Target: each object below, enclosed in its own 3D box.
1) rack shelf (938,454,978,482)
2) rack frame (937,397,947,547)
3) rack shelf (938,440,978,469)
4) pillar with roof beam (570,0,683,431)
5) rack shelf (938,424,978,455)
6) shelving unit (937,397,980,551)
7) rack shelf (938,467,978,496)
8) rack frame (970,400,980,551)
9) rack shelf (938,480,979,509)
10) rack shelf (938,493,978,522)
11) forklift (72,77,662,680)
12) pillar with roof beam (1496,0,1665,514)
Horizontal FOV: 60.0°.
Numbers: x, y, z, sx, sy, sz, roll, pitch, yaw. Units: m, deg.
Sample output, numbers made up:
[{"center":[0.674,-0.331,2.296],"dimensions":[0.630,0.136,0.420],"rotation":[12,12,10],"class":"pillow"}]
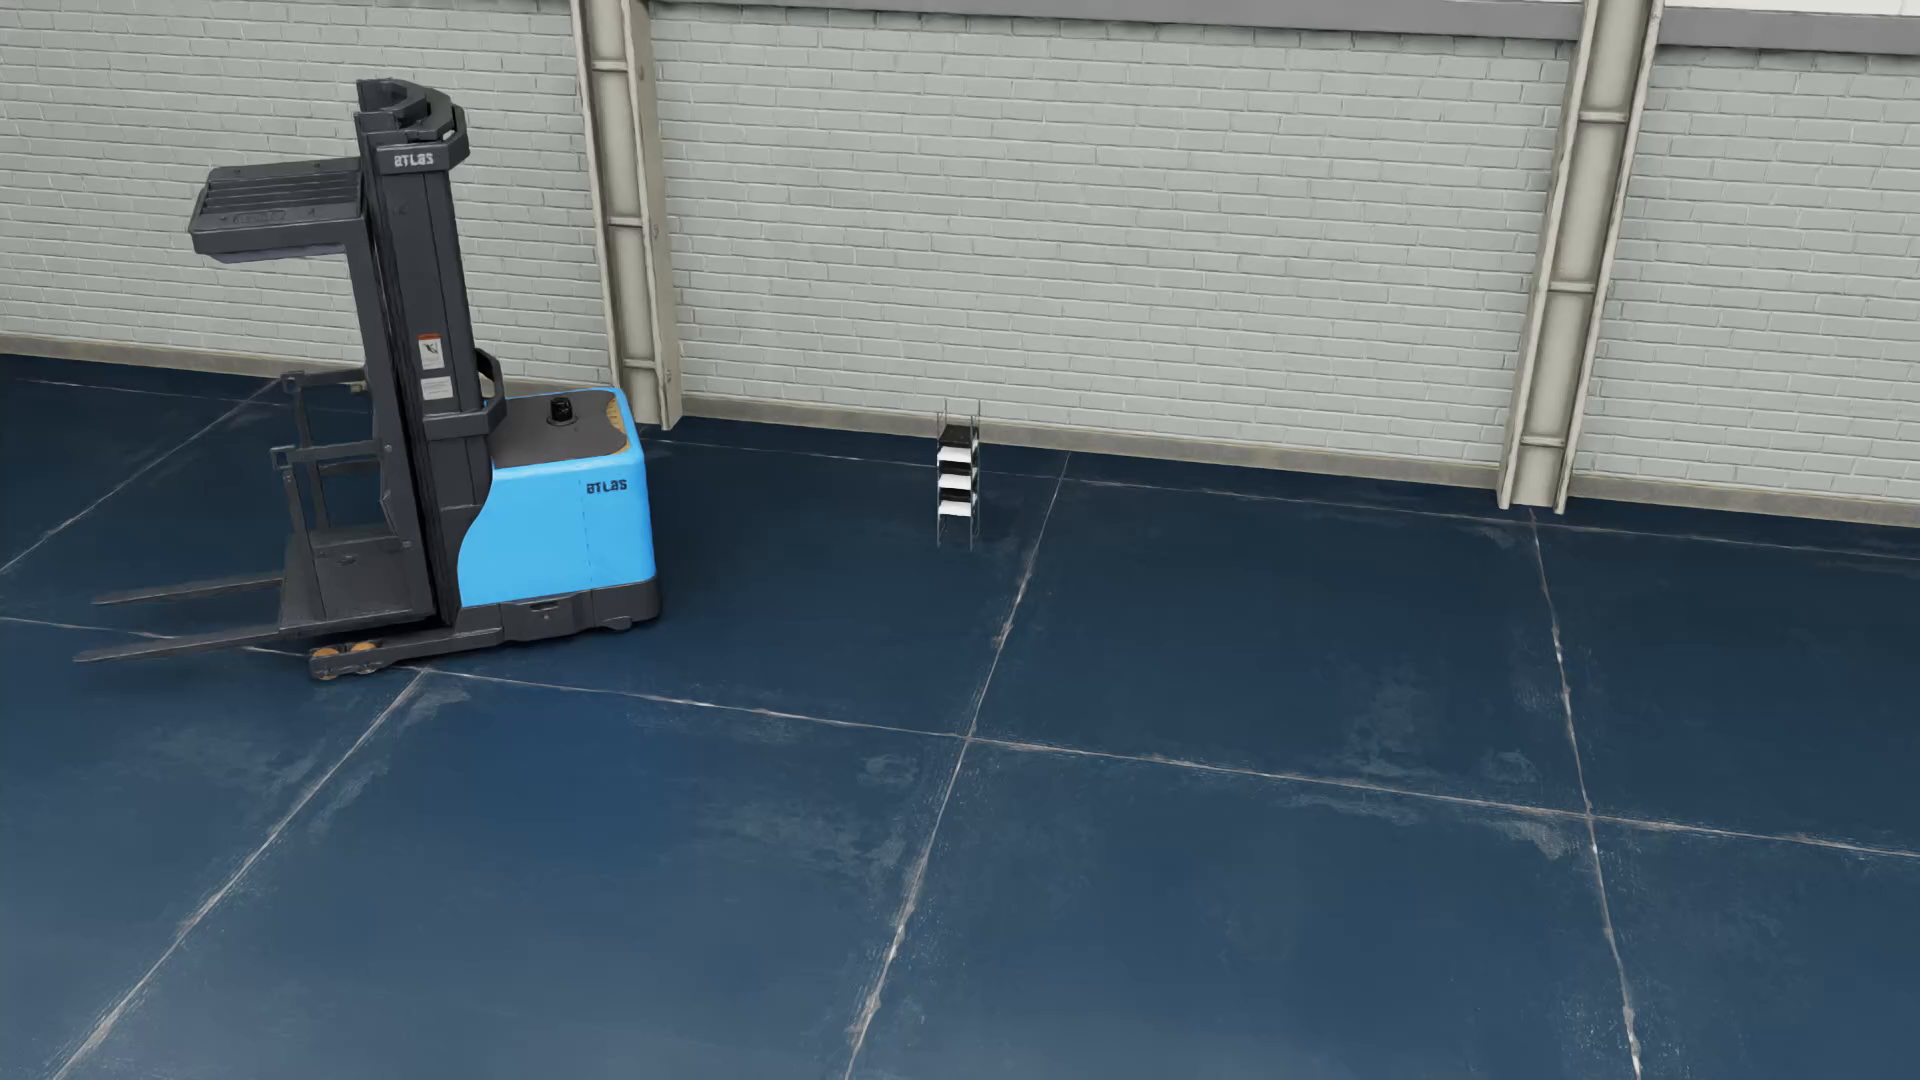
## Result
[{"center":[-0.008,-0.445,10.008],"dimensions":[0.200,0.077,0.258],"rotation":[6,29,11],"class":"rack shelf"},{"center":[-0.107,-0.406,10.054],"dimensions":[0.006,0.900,0.240],"rotation":[6,29,11],"class":"rack frame"},{"center":[-0.008,-0.524,9.965],"dimensions":[0.200,0.077,0.258],"rotation":[6,29,11],"class":"rack shelf"},{"center":[-3.098,-2.781,5.959],"dimensions":[0.400,9.000,9.100],"rotation":[6,29,11],"class":"pillar with roof beam"},{"center":[-0.008,-0.603,9.922],"dimensions":[0.200,0.077,0.258],"rotation":[6,29,11],"class":"rack shelf"},{"center":[-0.008,-0.396,10.035],"dimensions":[0.210,0.900,0.258],"rotation":[6,29,11],"class":"shelving unit"},{"center":[-0.008,-0.366,10.051],"dimensions":[0.200,0.077,0.258],"rotation":[6,29,11],"class":"rack shelf"},{"center":[0.091,-0.385,10.017],"dimensions":[0.006,0.900,0.240],"rotation":[6,29,11],"class":"rack frame"},{"center":[-0.008,-0.287,10.095],"dimensions":[0.200,0.077,0.258],"rotation":[6,29,11],"class":"rack shelf"},{"center":[-0.008,-0.208,10.138],"dimensions":[0.200,0.077,0.258],"rotation":[6,29,11],"class":"rack shelf"},{"center":[-3.257,-0.822,8.700],"dimensions":[3.031,2.935,1.130],"rotation":[-8,30,-15],"class":"forklift"},{"center":[2.769,-2.179,4.860],"dimensions":[0.400,9.000,9.100],"rotation":[6,29,11],"class":"pillar with roof beam"}]
